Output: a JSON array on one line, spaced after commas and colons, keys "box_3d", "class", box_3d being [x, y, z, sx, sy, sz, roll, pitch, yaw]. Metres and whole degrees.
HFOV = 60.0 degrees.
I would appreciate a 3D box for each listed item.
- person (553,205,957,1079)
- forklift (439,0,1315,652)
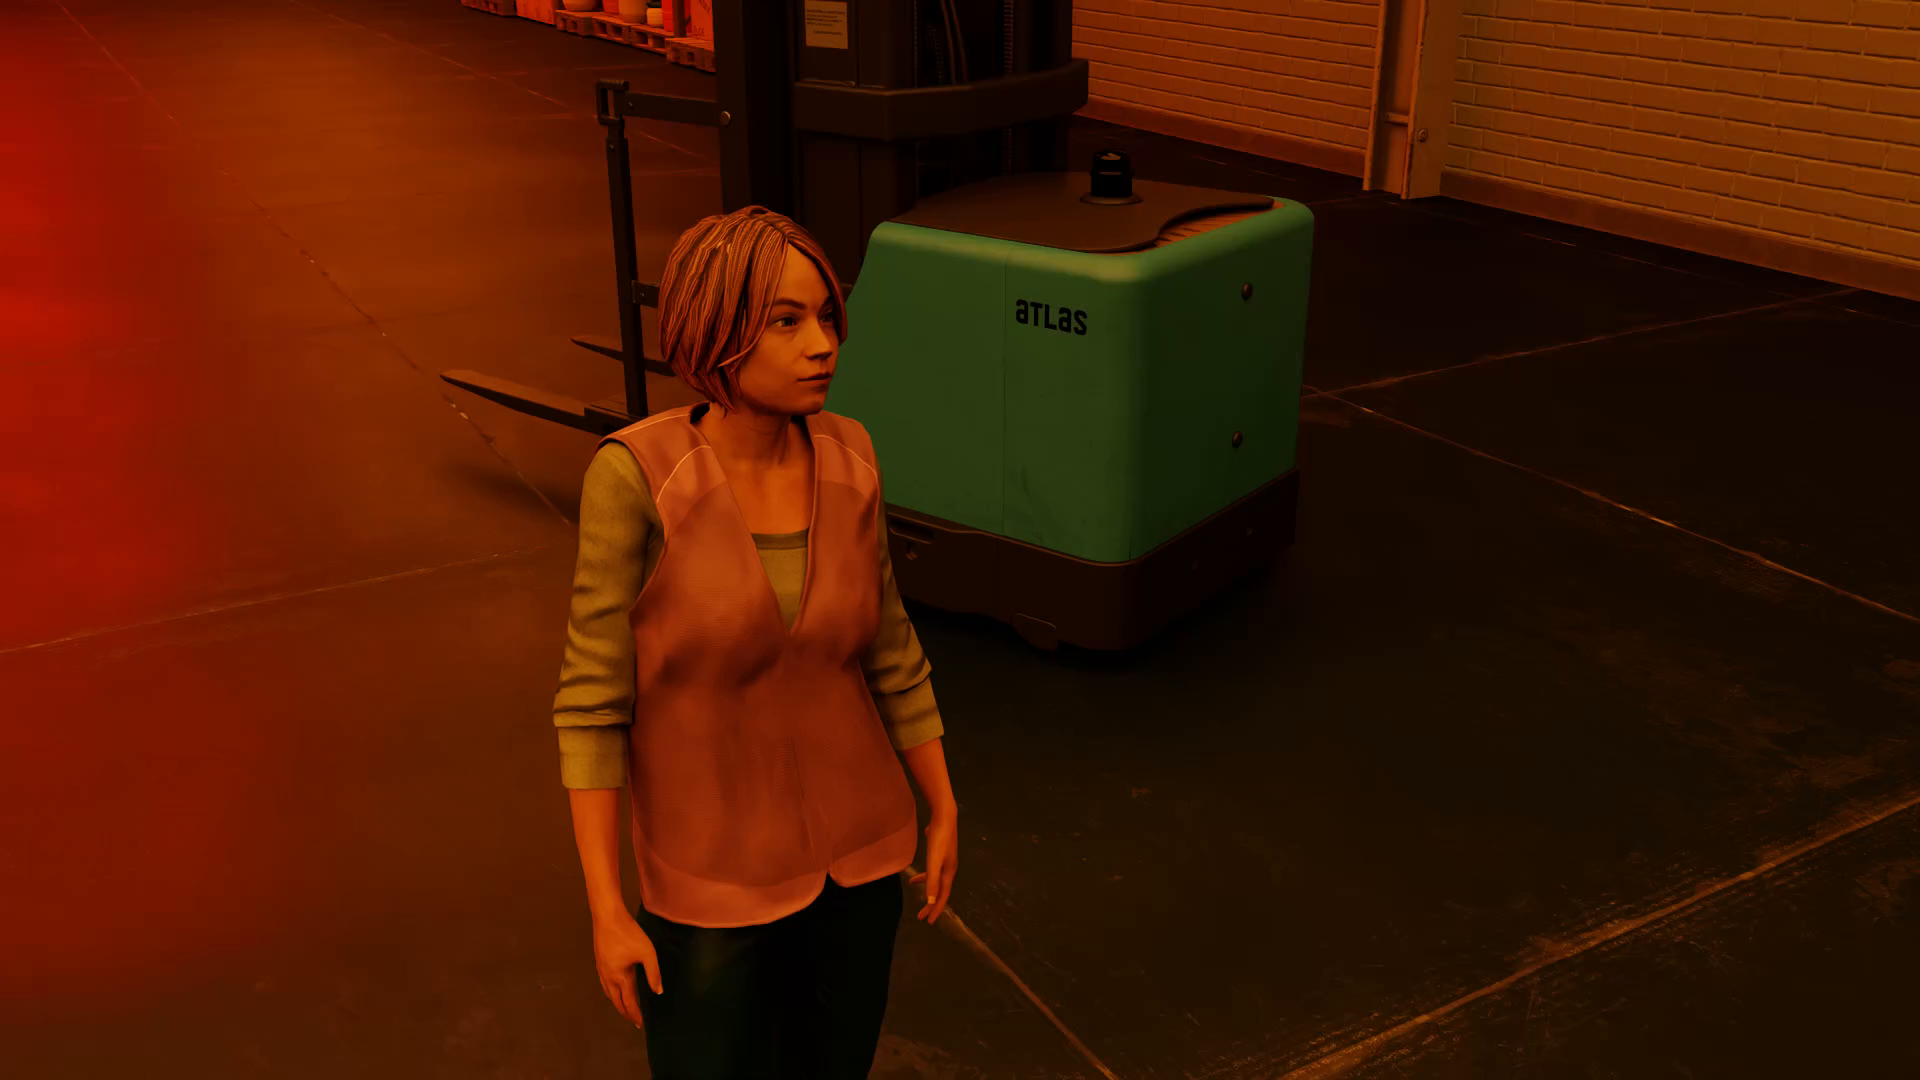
[{"box_3d": [-0.192, 0.432, 1.958, 0.521, 1.600, 0.472, -15, 27, -33], "class": "person"}, {"box_3d": [-0.481, -1.497, 4.922, 3.031, 2.935, 1.130, 16, 27, 34], "class": "forklift"}]
